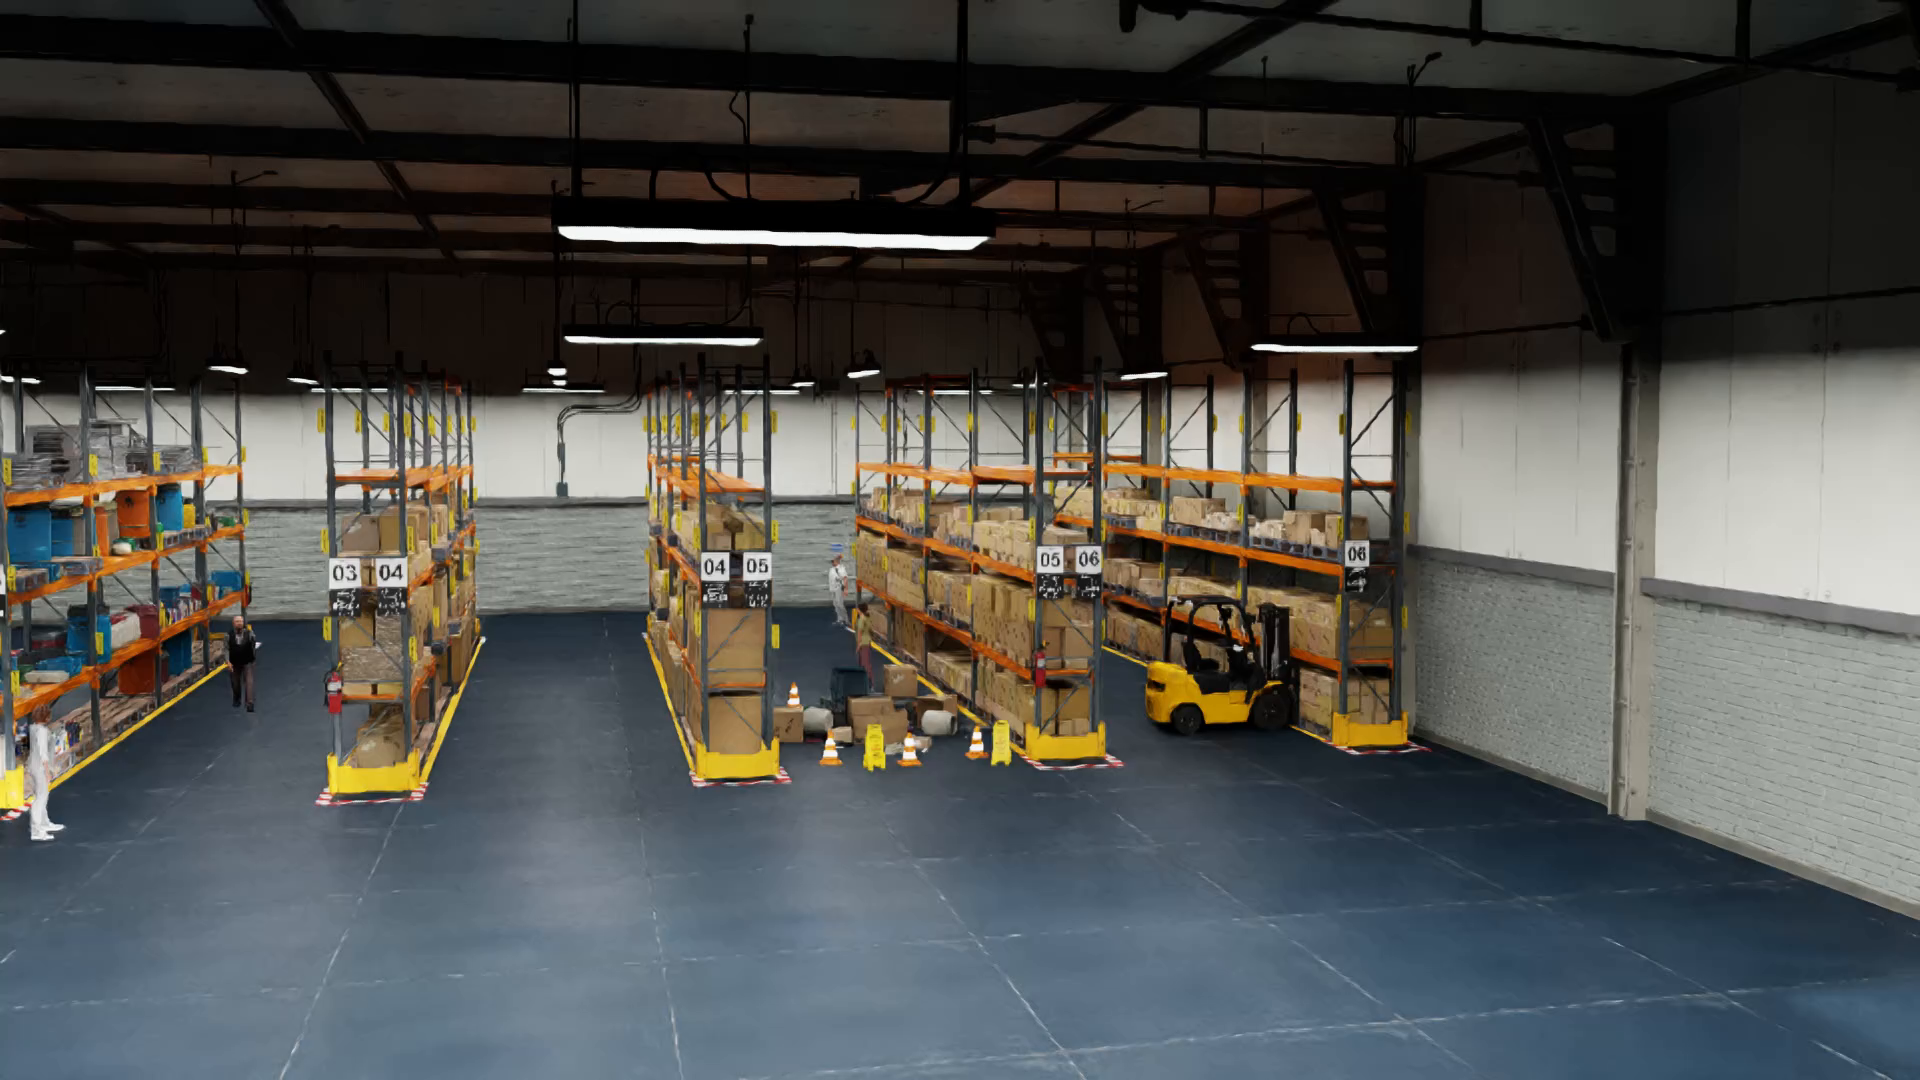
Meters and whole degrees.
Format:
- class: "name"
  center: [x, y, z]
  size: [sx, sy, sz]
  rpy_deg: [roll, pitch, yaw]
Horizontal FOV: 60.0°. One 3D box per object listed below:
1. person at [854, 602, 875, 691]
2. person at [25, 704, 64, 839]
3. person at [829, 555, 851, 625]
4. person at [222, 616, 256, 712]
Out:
- class: "person"
  center: [-1.847, 1.988, 31.151]
  size: [0.571, 1.659, 0.549]
  rpy_deg: [1, 4, 13]
- class: "person"
  center: [-11.086, 2.788, 20.140]
  size: [0.419, 1.603, 0.504]
  rpy_deg: [-3, 5, -39]
- class: "person"
  center: [-3.007, 1.237, 41.410]
  size: [0.442, 1.751, 0.659]
  rpy_deg: [-4, 6, -44]
- class: "person"
  center: [-12.570, 2.145, 29.017]
  size: [0.538, 1.662, 1.026]
  rpy_deg: [-2, 4, -21]
